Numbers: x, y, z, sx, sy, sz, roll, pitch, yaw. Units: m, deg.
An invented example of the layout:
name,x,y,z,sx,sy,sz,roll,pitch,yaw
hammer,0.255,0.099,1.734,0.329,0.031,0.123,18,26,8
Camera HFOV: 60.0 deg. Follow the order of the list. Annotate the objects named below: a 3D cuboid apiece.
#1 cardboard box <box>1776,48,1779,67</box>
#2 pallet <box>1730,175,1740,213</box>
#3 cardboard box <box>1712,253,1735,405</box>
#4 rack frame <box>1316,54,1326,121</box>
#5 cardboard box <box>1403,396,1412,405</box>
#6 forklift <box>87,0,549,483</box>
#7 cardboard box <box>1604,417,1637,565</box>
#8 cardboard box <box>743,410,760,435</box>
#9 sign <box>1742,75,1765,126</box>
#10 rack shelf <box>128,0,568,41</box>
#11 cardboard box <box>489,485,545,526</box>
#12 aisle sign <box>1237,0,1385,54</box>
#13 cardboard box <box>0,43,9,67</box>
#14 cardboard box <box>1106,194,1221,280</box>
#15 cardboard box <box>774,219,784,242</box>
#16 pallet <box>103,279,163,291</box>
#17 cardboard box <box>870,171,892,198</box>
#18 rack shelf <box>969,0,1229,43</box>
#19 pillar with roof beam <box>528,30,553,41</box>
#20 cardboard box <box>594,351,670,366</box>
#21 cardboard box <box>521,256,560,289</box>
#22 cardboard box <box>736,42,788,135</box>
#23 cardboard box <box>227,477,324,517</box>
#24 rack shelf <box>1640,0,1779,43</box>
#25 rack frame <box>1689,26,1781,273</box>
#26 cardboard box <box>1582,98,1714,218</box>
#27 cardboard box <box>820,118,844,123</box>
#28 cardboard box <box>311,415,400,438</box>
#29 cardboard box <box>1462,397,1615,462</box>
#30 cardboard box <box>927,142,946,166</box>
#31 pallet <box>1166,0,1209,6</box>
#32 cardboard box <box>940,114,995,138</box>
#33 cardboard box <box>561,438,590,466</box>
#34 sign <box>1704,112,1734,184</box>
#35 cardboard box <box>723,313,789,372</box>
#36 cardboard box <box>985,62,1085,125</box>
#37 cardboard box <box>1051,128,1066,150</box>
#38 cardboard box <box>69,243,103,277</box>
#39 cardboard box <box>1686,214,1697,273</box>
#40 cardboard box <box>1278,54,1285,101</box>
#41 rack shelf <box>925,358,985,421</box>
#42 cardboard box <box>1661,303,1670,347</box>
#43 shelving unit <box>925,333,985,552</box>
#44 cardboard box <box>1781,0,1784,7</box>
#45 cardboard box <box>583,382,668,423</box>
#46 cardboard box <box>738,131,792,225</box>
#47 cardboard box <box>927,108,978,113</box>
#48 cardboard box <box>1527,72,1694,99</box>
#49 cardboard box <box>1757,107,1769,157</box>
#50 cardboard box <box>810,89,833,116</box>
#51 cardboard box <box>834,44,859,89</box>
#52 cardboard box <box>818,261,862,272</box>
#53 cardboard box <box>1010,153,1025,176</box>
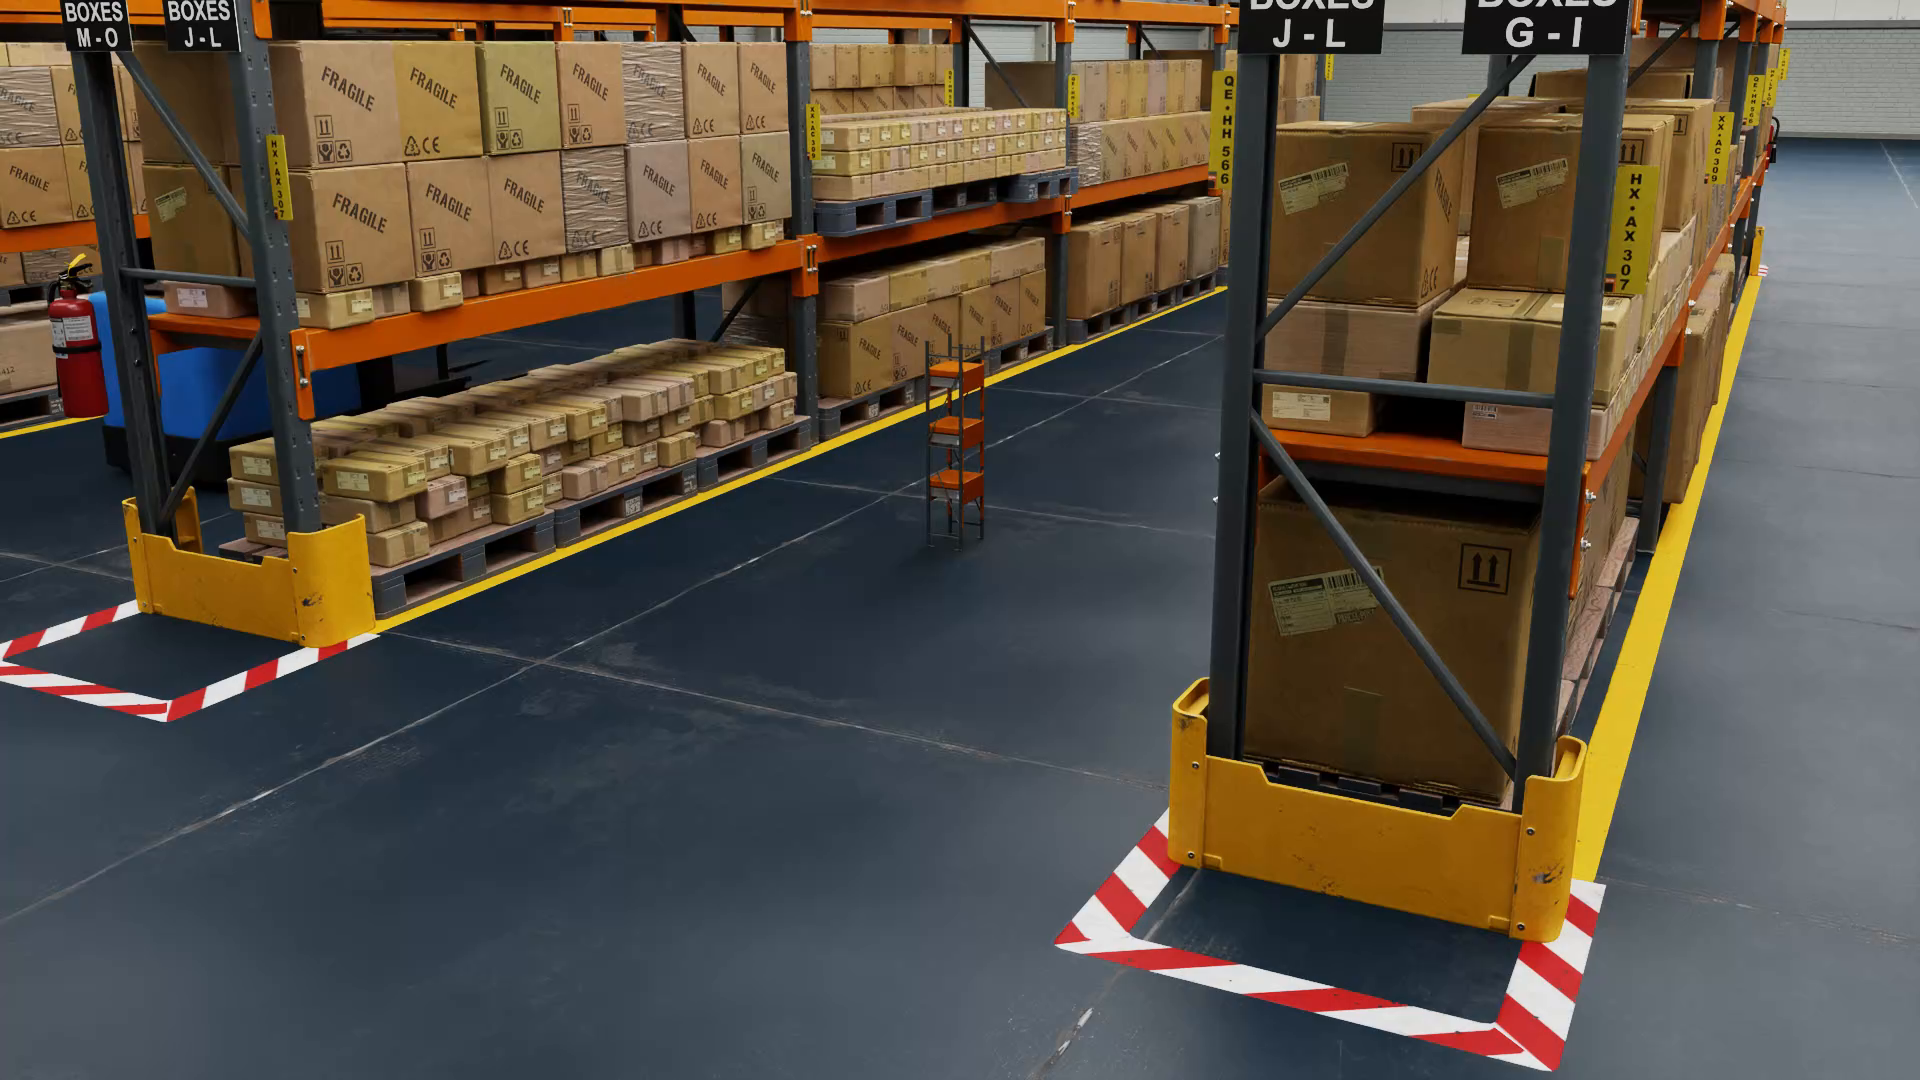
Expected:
name,x,y,z,sx,sy,sz,roll,pitch,yaw
cardboard box,8.361,-4.991,17.607,0.500,0.500,0.500,8,18,25
pallet,5.034,-2.558,12.207,1.213,0.211,1.003,8,18,25
cardboard box,4.484,-1.465,11.183,1.225,0.875,0.875,7,18,23
rack frame,3.994,-5.150,20.595,1.000,3.000,0.127,8,18,25
cardboard box,1.329,-0.560,5.584,0.380,0.149,0.250,8,18,26
forklift,-3.900,-2.098,10.441,1.130,2.935,3.031,8,19,26
cardboard box,2.657,-0.461,7.804,0.875,0.875,0.875,8,18,25
cardboard box,-1.430,-0.729,9.981,0.380,0.149,0.250,9,19,27
sign,5.309,-2.941,11.123,0.100,0.325,0.005,8,18,25
rack shelf,-4.948,-4.300,13.728,1.077,0.370,4.000,8,18,25
cardboard box,-2.274,-0.194,8.180,0.380,0.149,0.250,8,18,26
aisle sign,0.936,-1.684,4.359,0.394,0.787,0.004,8,18,25
cardboard box,-6.323,-3.099,10.619,0.380,0.149,0.250,8,18,24
cardboard box,2.009,-3.084,16.854,1.050,0.750,0.750,8,18,25
cardboard box,-1.287,-1.870,9.994,0.380,0.149,0.250,8,18,25
pallet,-8.864,-2.825,17.664,1.003,0.211,1.213,8,18,25
cardboard box,-0.662,-2.287,10.661,0.380,0.149,0.250,8,19,26
rack shelf,1.313,-4.715,15.125,1.077,0.370,4.000,8,18,25
pillar with roof beam,-2.188,-8.650,21.842,9.100,9.000,0.400,8,18,25
cardboard box,-1.953,-1.018,9.910,0.380,0.149,0.250,8,18,25
cardboard box,-2.201,-1.335,8.193,0.380,0.149,0.250,8,18,24
cardboard box,-1.337,-2.609,9.586,0.500,0.500,0.500,7,18,23
cardboard box,-3.175,-0.222,7.752,0.380,0.149,0.250,8,18,24
rack shelf,5.705,-4.058,12.913,1.077,0.370,4.000,8,18,25
rack frame,8.386,-4.493,18.384,1.000,3.000,0.127,8,18,25
cardboard box,3.057,-1.716,7.456,0.500,0.500,0.500,9,19,27
cardboard box,-1.010,-2.787,11.300,0.380,0.149,0.250,8,18,25
cardboard box,-2.980,-0.500,8.165,0.380,0.149,0.250,8,18,24
cardboard box,1.690,-0.346,4.861,0.380,0.149,0.250,8,18,26
cardboard box,-0.318,-2.626,11.278,0.380,0.149,0.250,9,19,28
pallet,1.841,-5.237,15.957,0.805,0.209,1.217,7,18,23
cardboard box,0.030,-2.966,11.901,0.380,0.149,0.250,9,19,28
cardboard box,-2.160,-0.494,8.667,0.380,0.149,0.250,9,19,28
sign,3.521,-1.819,7.722,0.100,0.325,0.005,8,18,25
cardboard box,-1.263,-1.317,11.343,0.500,0.500,0.500,8,18,24
cardboard box,0.628,-3.752,13.958,0.700,0.500,0.500,8,18,25
cardboard box,0.606,-3.152,13.049,0.380,0.149,0.250,9,19,27
cardboard box,-8.958,-2.955,16.857,0.500,0.500,0.500,9,19,28
cardboard box,3.061,-1.361,7.580,0.500,0.250,0.500,8,18,24
cardboard box,3.138,-5.221,18.675,0.875,0.550,0.500,8,18,25
rack shelf,-0.024,-0.752,8.251,0.215,0.259,0.240,8,18,25
cardboard box,2.607,-0.869,6.624,0.380,0.149,0.250,8,18,24
shelving unit,-0.024,-0.490,8.329,0.215,1.050,0.252,8,18,25
cardboard box,7.941,-5.447,16.590,0.500,0.250,0.500,9,19,27
cardboard box,-1.812,-0.748,8.999,0.380,0.149,0.250,7,18,23
cardboard box,-1.332,-2.125,9.711,0.500,0.500,0.500,8,18,25
cardboard box,-0.079,-3.316,13.080,0.380,0.149,0.250,8,18,24
cardboard box,3.302,-2.129,8.487,0.797,0.503,0.637,8,18,24
cardboard box,7.110,-3.894,15.670,0.875,0.500,0.500,8,18,25
cardboard box,-1.821,-5.002,19.399,0.500,0.500,0.500,8,18,25
cardboard box,-1.629,-5.617,19.712,0.700,0.500,0.500,8,18,26
cardboard box,-1.020,-1.807,11.675,0.500,0.250,0.500,9,19,28
cardboard box,0.268,-2.817,12.445,0.380,0.149,0.250,8,18,25
